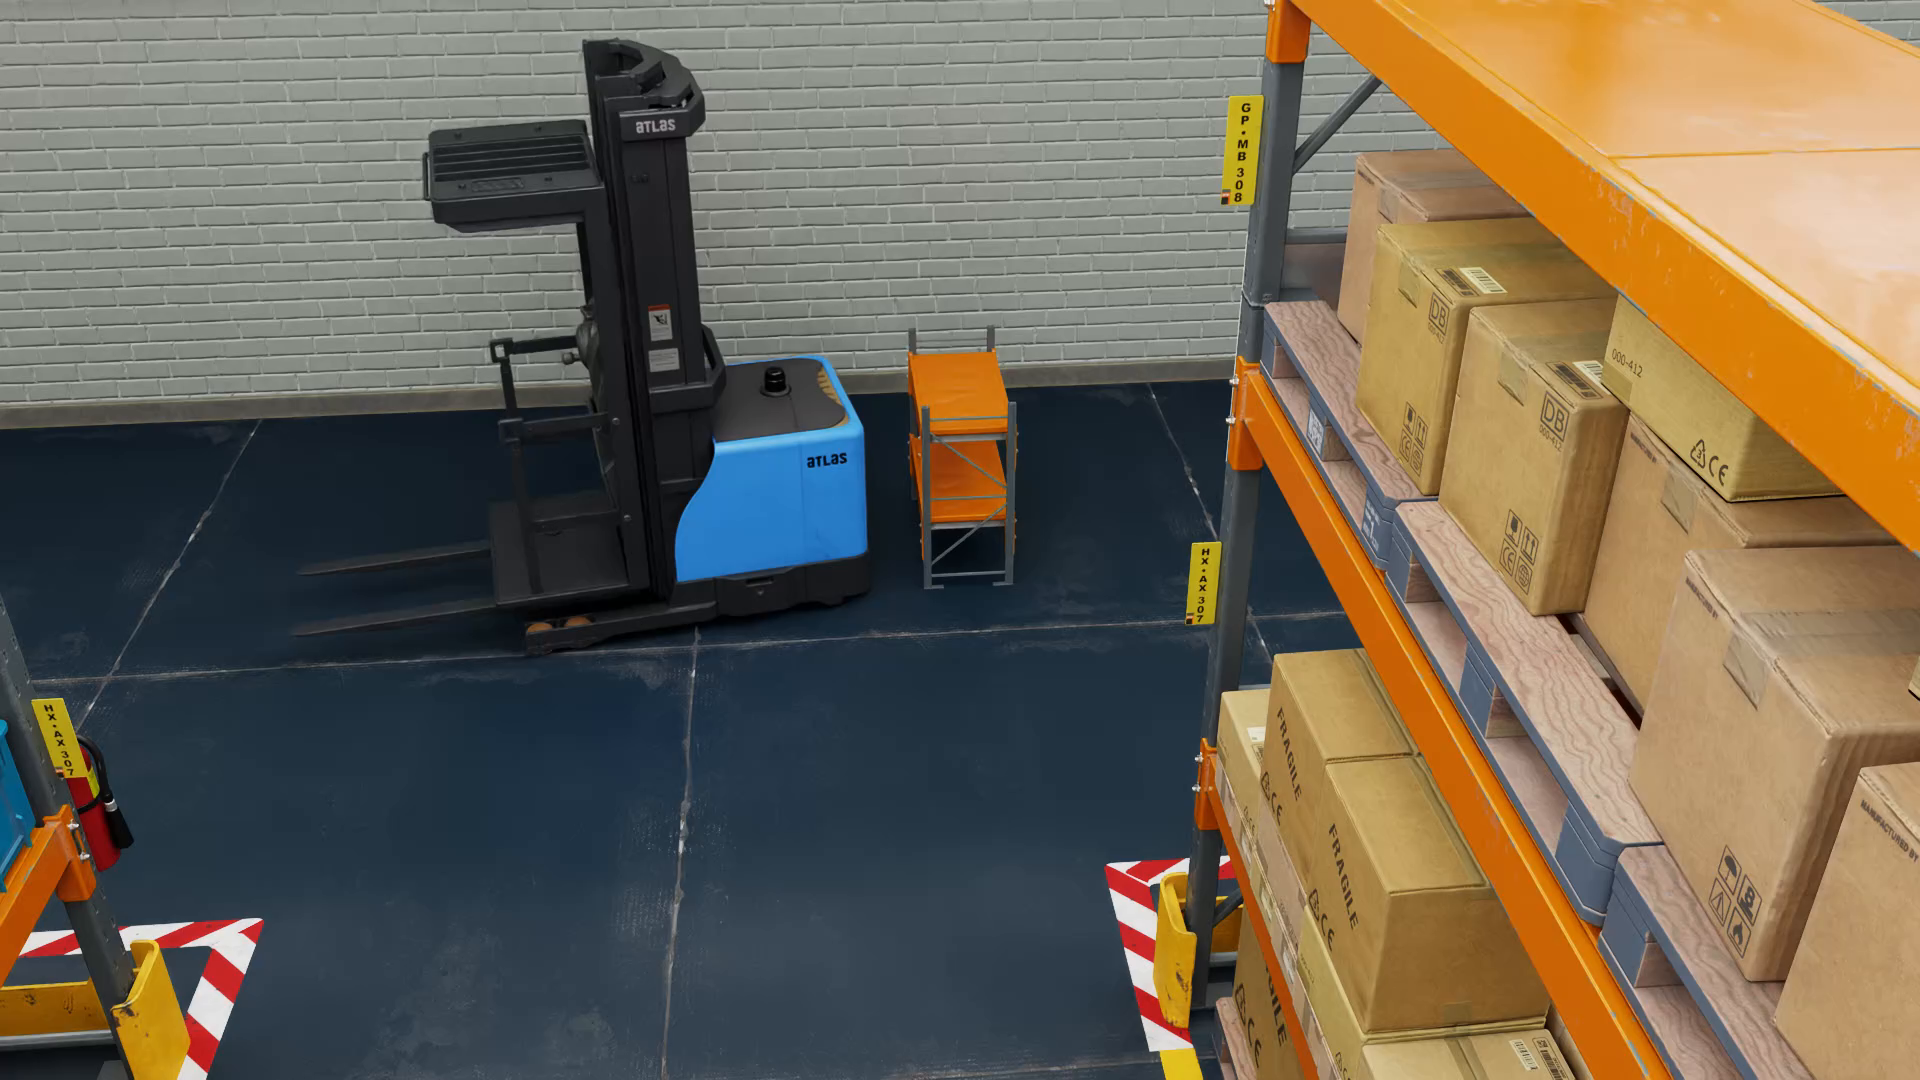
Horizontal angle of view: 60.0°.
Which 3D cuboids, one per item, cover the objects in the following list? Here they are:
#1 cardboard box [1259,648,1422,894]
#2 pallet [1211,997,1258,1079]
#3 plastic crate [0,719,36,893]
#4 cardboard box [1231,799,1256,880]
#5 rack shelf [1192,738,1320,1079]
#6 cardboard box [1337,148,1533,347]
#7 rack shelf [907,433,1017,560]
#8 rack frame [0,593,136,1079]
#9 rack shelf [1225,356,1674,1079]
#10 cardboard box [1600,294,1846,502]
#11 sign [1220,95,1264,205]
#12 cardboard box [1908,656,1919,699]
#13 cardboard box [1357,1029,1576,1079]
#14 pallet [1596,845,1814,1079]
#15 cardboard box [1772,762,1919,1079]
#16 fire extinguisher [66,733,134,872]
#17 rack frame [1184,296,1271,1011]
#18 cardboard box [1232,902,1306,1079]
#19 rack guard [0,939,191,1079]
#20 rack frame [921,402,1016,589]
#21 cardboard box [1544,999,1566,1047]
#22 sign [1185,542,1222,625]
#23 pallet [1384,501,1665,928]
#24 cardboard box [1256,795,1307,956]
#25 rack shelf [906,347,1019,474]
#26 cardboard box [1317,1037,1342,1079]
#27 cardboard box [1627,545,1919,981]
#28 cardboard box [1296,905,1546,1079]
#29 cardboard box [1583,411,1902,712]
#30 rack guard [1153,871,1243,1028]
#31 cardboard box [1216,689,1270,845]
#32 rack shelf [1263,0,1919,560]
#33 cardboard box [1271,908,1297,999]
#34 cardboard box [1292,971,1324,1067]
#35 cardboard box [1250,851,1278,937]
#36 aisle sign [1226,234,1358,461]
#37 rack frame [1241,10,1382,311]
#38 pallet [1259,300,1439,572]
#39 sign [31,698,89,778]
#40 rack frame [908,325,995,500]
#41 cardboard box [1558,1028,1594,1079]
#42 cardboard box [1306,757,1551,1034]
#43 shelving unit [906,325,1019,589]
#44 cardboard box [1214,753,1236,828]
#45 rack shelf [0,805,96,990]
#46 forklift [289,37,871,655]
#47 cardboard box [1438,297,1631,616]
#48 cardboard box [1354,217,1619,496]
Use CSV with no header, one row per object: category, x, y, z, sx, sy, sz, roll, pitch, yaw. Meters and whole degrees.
cardboard box,1.203,0.660,4.846,0.500,0.500,0.500,-3,31,-6
pallet,1.533,2.133,5.973,1.003,0.211,1.213,-3,31,-5
plastic crate,-3.334,0.890,5.242,0.616,0.435,0.499,-3,31,-5
cardboard box,1.110,0.967,5.451,0.380,0.149,0.250,-3,31,-5
rack shelf,1.567,1.862,4.410,1.077,0.370,4.000,-3,31,-5
cardboard box,1.482,-0.759,4.567,0.700,0.500,0.500,-5,31,-8
rack shelf,-0.001,-0.276,9.593,0.538,0.278,1.000,-3,31,-5
rack frame,-3.551,0.769,5.538,1.000,3.000,0.127,-3,31,-5
rack shelf,1.567,0.574,3.641,1.077,0.370,4.000,-3,31,-5
cardboard box,1.559,-0.312,3.087,0.500,0.250,0.500,-4,31,-6
sign,0.827,-1.142,4.882,0.100,0.325,0.005,-3,31,-5
cardboard box,1.673,0.217,2.200,0.500,0.250,0.500,-5,31,-8
cardboard box,1.309,1.514,4.146,0.500,0.250,0.500,-3,31,-6
pallet,1.688,0.906,2.470,1.003,0.211,1.213,-3,31,-5
cardboard box,1.621,0.623,2.252,0.700,0.500,0.500,-5,31,-8
fire extinguisher,-3.113,0.863,5.819,0.296,0.674,0.183,-3,31,-5
rack frame,1.380,0.532,5.935,1.000,3.000,0.127,-3,31,-5
cardboard box,1.520,1.586,5.832,0.875,0.875,0.875,-3,31,-5
rack guard,-3.566,1.830,6.199,1.175,0.500,0.348,-3,31,-5
rack frame,0.047,-0.227,9.033,0.500,1.125,0.032,-3,31,-5
cardboard box,1.785,1.222,4.636,0.500,0.250,0.500,-4,31,-6
sign,0.827,0.149,5.654,0.100,0.325,0.005,-3,31,-5
pallet,1.577,0.284,3.510,1.003,0.211,1.213,-3,31,-5
cardboard box,1.212,0.991,5.022,0.500,0.250,0.500,-3,31,-5
rack shelf,-0.001,-0.738,9.318,0.538,0.278,1.000,-3,31,-5
cardboard box,1.208,1.493,4.571,0.380,0.149,0.250,-3,31,-5
cardboard box,1.575,0.348,2.712,0.700,0.500,0.500,-1,31,-2
cardboard box,1.255,1.248,4.592,0.500,0.250,0.500,-4,31,-6
cardboard box,1.668,0.075,3.170,0.700,0.500,0.500,-1,31,-2
rack guard,1.378,1.592,6.597,1.175,0.500,0.348,-3,31,-5
cardboard box,1.156,0.726,5.466,0.500,0.250,0.500,-4,31,-6
rack shelf,1.567,-0.542,2.974,1.077,0.370,4.000,-3,31,-5
cardboard box,1.160,1.231,5.009,0.380,0.149,0.250,-3,31,-5
cardboard box,1.183,1.361,4.792,0.380,0.149,0.250,-3,31,-6
cardboard box,1.135,1.098,5.232,0.380,0.149,0.250,-3,31,-6
aisle sign,1.075,-0.607,5.306,0.394,0.787,0.004,-3,31,-5
rack frame,1.380,-2.044,4.397,1.000,3.000,0.127,-3,31,-5
pallet,1.460,-0.340,4.556,1.003,0.211,1.213,-3,31,-5
sign,-3.005,0.664,5.554,0.100,0.325,0.005,-3,31,-5
rack frame,-0.048,-0.746,9.902,0.500,1.125,0.032,-3,31,-5
cardboard box,1.837,1.488,4.191,0.500,0.250,0.500,-3,31,-4
cardboard box,1.258,0.924,4.404,0.500,0.500,0.500,-4,31,-6
shelving unit,-0.001,-0.486,9.468,0.538,1.125,1.048,-3,31,-5
cardboard box,1.085,0.837,5.670,0.380,0.149,0.250,-2,31,-4
rack shelf,-3.364,2.099,4.013,1.077,0.370,4.000,-3,31,-5
forklift,-2.066,-0.958,8.496,3.031,2.935,1.130,-8,32,-14
cardboard box,1.511,-0.205,3.638,0.700,0.500,0.500,-5,31,-8
cardboard box,1.415,-0.466,4.076,0.700,0.500,0.500,-4,31,-6
